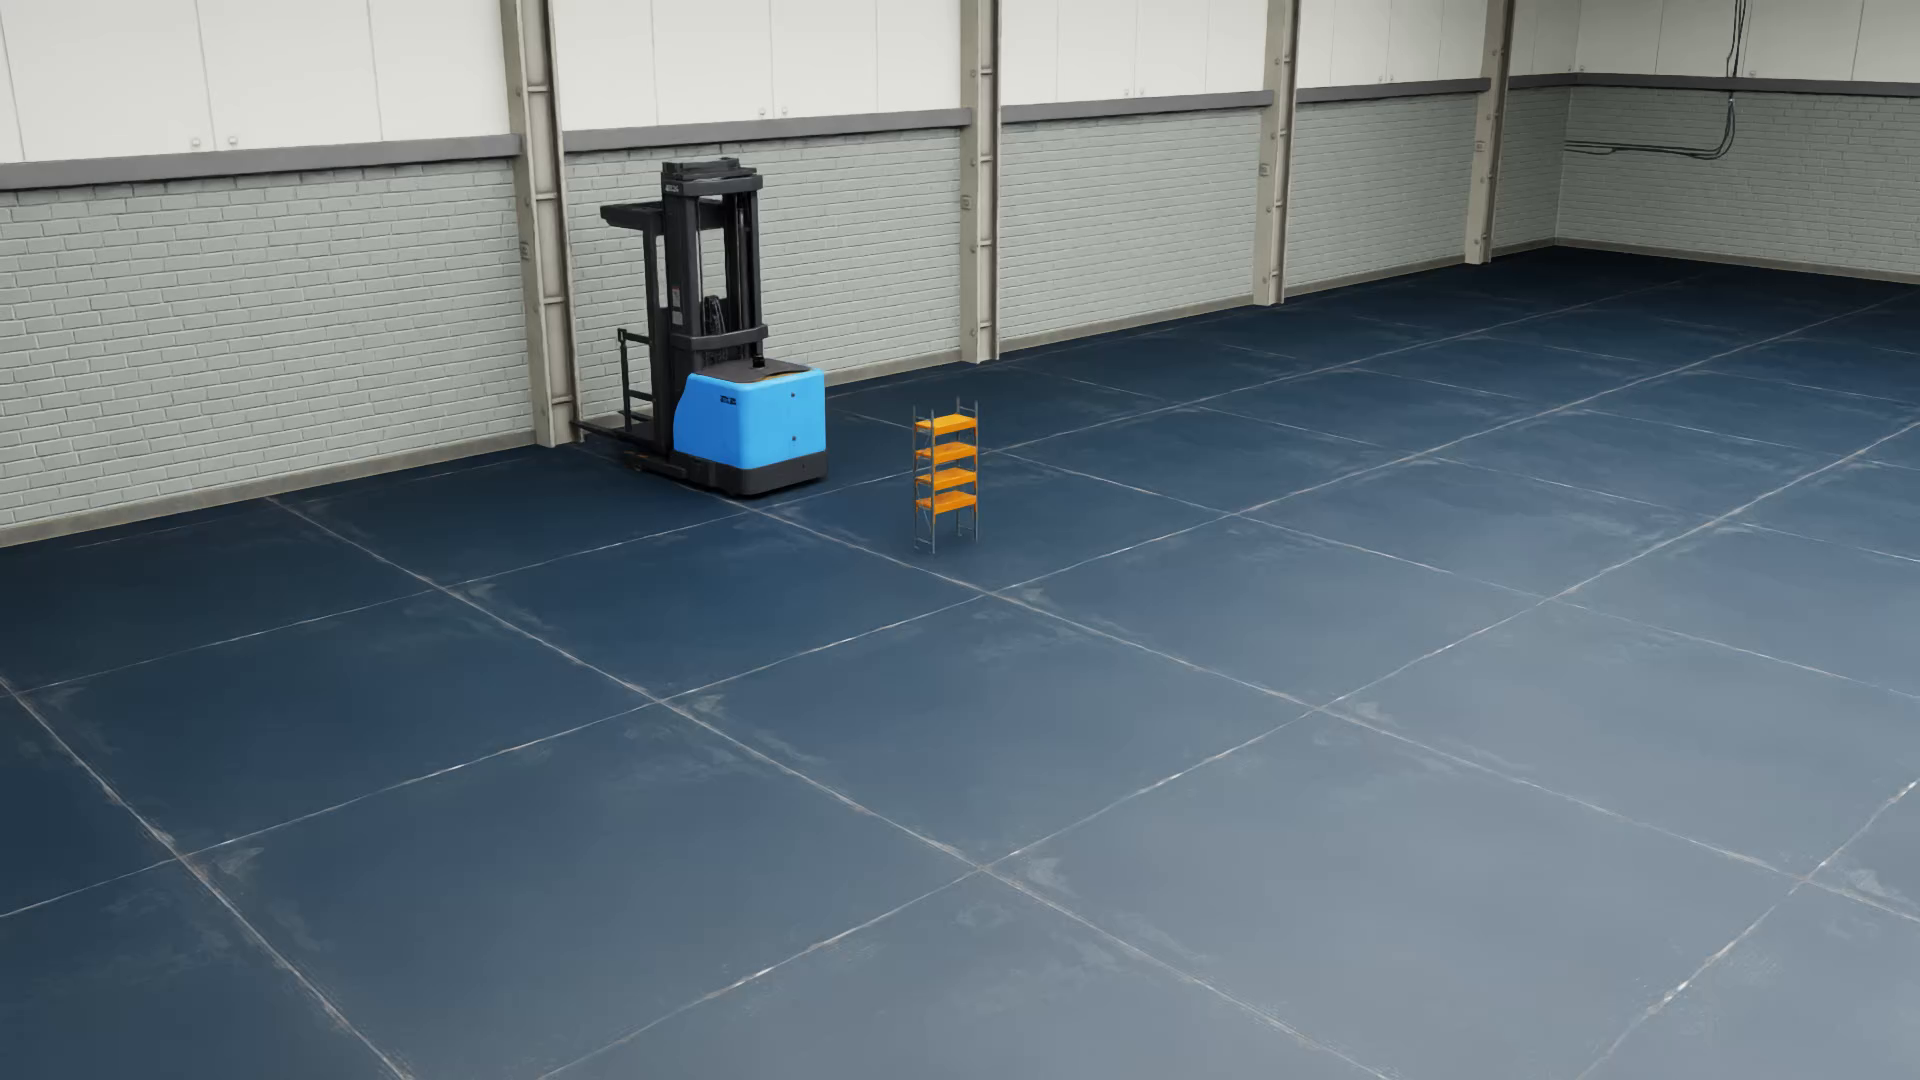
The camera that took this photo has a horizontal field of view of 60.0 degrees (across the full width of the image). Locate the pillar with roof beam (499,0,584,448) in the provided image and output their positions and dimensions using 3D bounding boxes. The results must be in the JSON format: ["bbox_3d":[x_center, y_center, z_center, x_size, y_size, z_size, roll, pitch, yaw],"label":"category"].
[{"bbox_3d":[-1.152,-4.321,12.722,0.400,9.000,9.100,-16,24,-41],"label":"pillar with roof beam"}]

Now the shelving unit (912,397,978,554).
[{"bbox_3d":[-0.120,-0.536,13.691,0.503,1.200,0.258,-16,24,-41],"label":"shelving unit"}]

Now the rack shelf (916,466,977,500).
[{"bbox_3d":[-0.120,-0.472,13.712,0.480,0.148,0.258,-16,24,-41],"label":"rack shelf"}]

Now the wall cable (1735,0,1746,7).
[{"bbox_3d":[13.877,-9.747,26.303,0.112,2.526,3.097,-16,24,-41],"label":"wall cable"}]

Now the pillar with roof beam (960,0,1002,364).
[{"bbox_3d":[3.208,-5.592,16.643,0.400,9.000,9.100,-16,24,-41],"label":"pillar with roof beam"}]

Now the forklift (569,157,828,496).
[{"bbox_3d":[-2.666,-2.154,15.877,3.031,2.935,1.130,16,24,40],"label":"forklift"}]

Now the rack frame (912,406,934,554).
[{"bbox_3d":[-0.298,-0.484,13.532,0.015,1.200,0.240,-16,24,-41],"label":"rack frame"}]

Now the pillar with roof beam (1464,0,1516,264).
[{"bbox_3d":[11.927,-8.135,24.486,0.400,9.000,9.100,-16,24,-41],"label":"pillar with roof beam"}]

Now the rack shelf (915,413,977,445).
[{"bbox_3d":[-0.120,-0.909,13.570,0.480,0.148,0.258,-16,24,-41],"label":"rack shelf"}]

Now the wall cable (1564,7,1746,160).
[{"bbox_3d":[12.018,-7.951,28.951,0.112,2.526,3.097,-16,24,-41],"label":"wall cable"}]

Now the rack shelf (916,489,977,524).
[{"bbox_3d":[-0.120,-0.283,13.773,0.480,0.148,0.258,-16,24,-41],"label":"rack shelf"}]

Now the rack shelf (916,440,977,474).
[{"bbox_3d":[-0.120,-0.684,13.643,0.480,0.148,0.258,-16,24,-41],"label":"rack shelf"}]

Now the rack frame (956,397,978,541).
[{"bbox_3d":[0.057,-0.587,13.851,0.015,1.200,0.240,-16,24,-41],"label":"rack frame"}]

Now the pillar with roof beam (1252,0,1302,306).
[{"bbox_3d":[7.567,-6.864,20.564,0.400,9.000,9.100,-16,24,-41],"label":"pillar with roof beam"}]
